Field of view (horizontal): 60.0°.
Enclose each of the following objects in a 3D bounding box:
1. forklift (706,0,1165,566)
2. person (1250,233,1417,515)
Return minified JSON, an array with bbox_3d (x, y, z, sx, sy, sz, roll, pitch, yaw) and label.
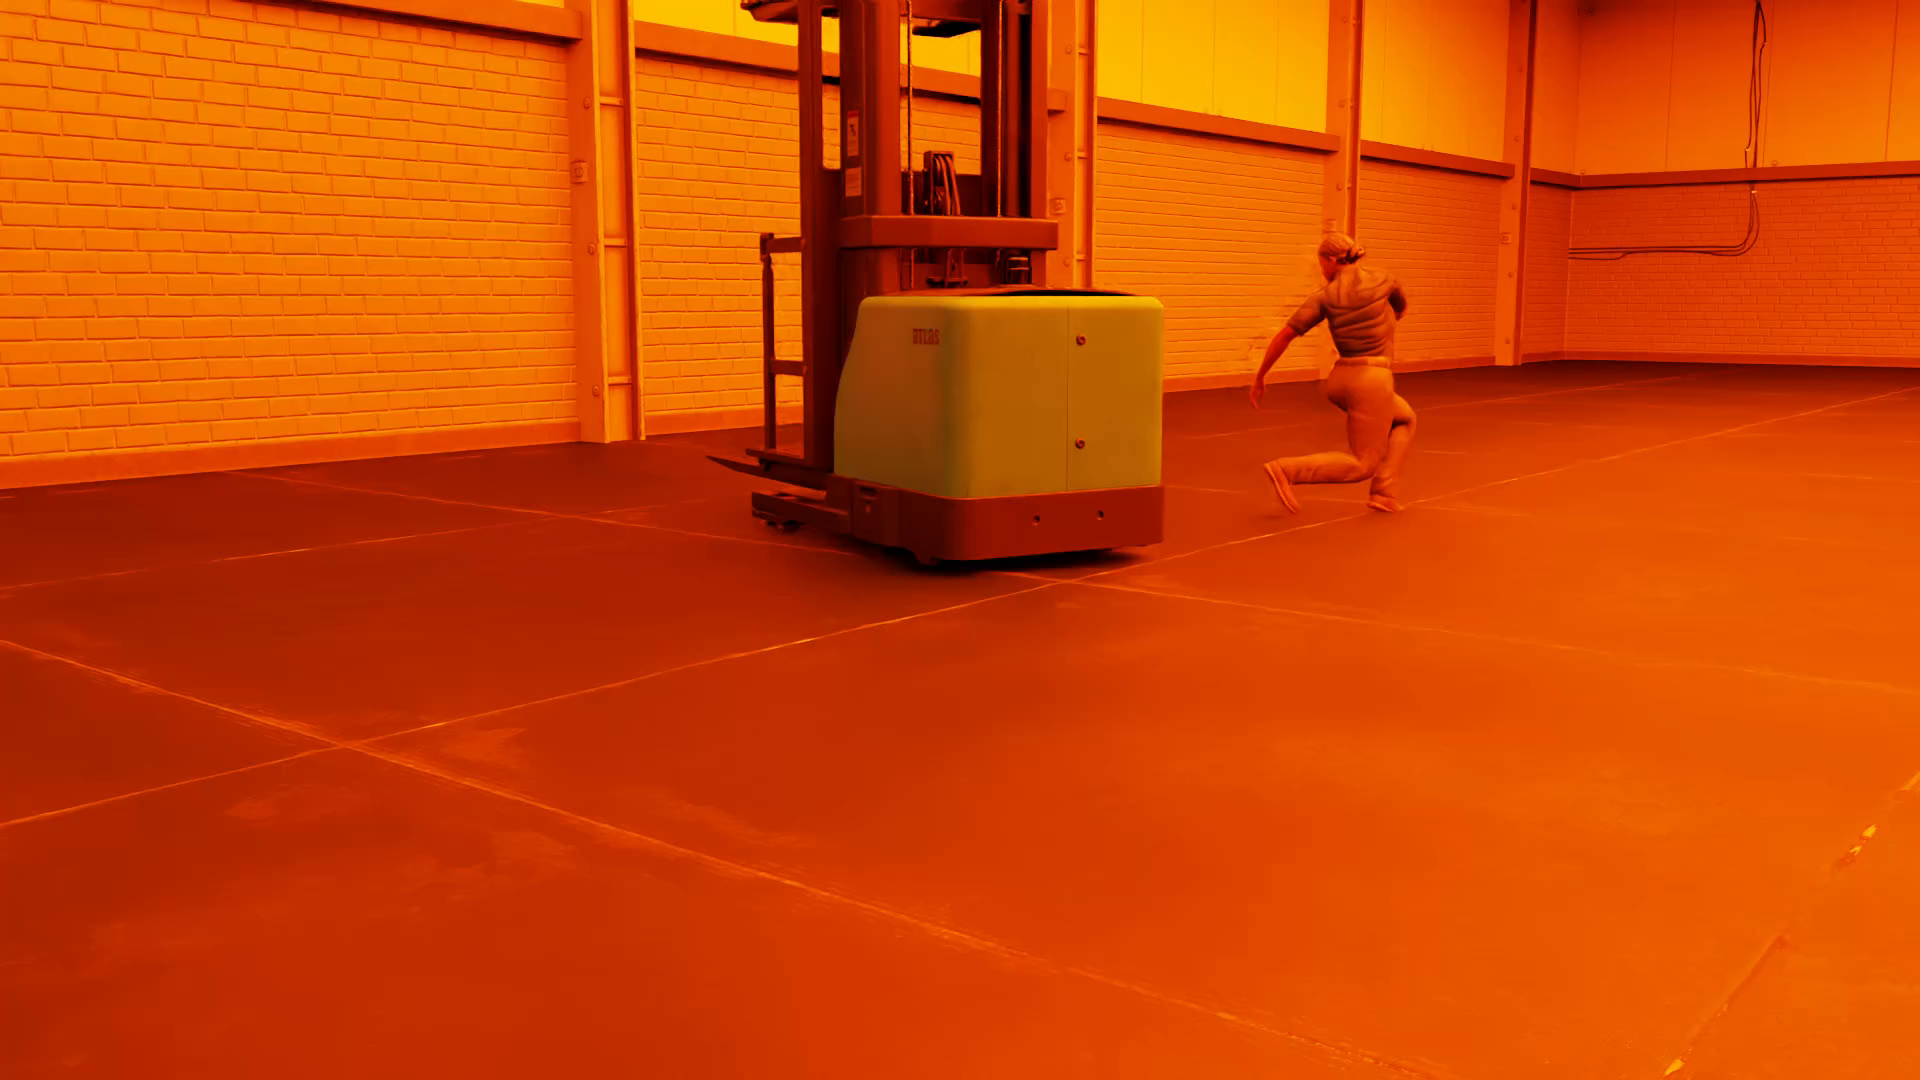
[{"bbox_3d":[-0.331,-1.522,7.683,1.130,2.935,3.031,-5,10,-30],"label":"forklift"},{"bbox_3d":[1.875,-0.806,8.284,0.895,1.429,0.625,-5,10,-33],"label":"person"}]
